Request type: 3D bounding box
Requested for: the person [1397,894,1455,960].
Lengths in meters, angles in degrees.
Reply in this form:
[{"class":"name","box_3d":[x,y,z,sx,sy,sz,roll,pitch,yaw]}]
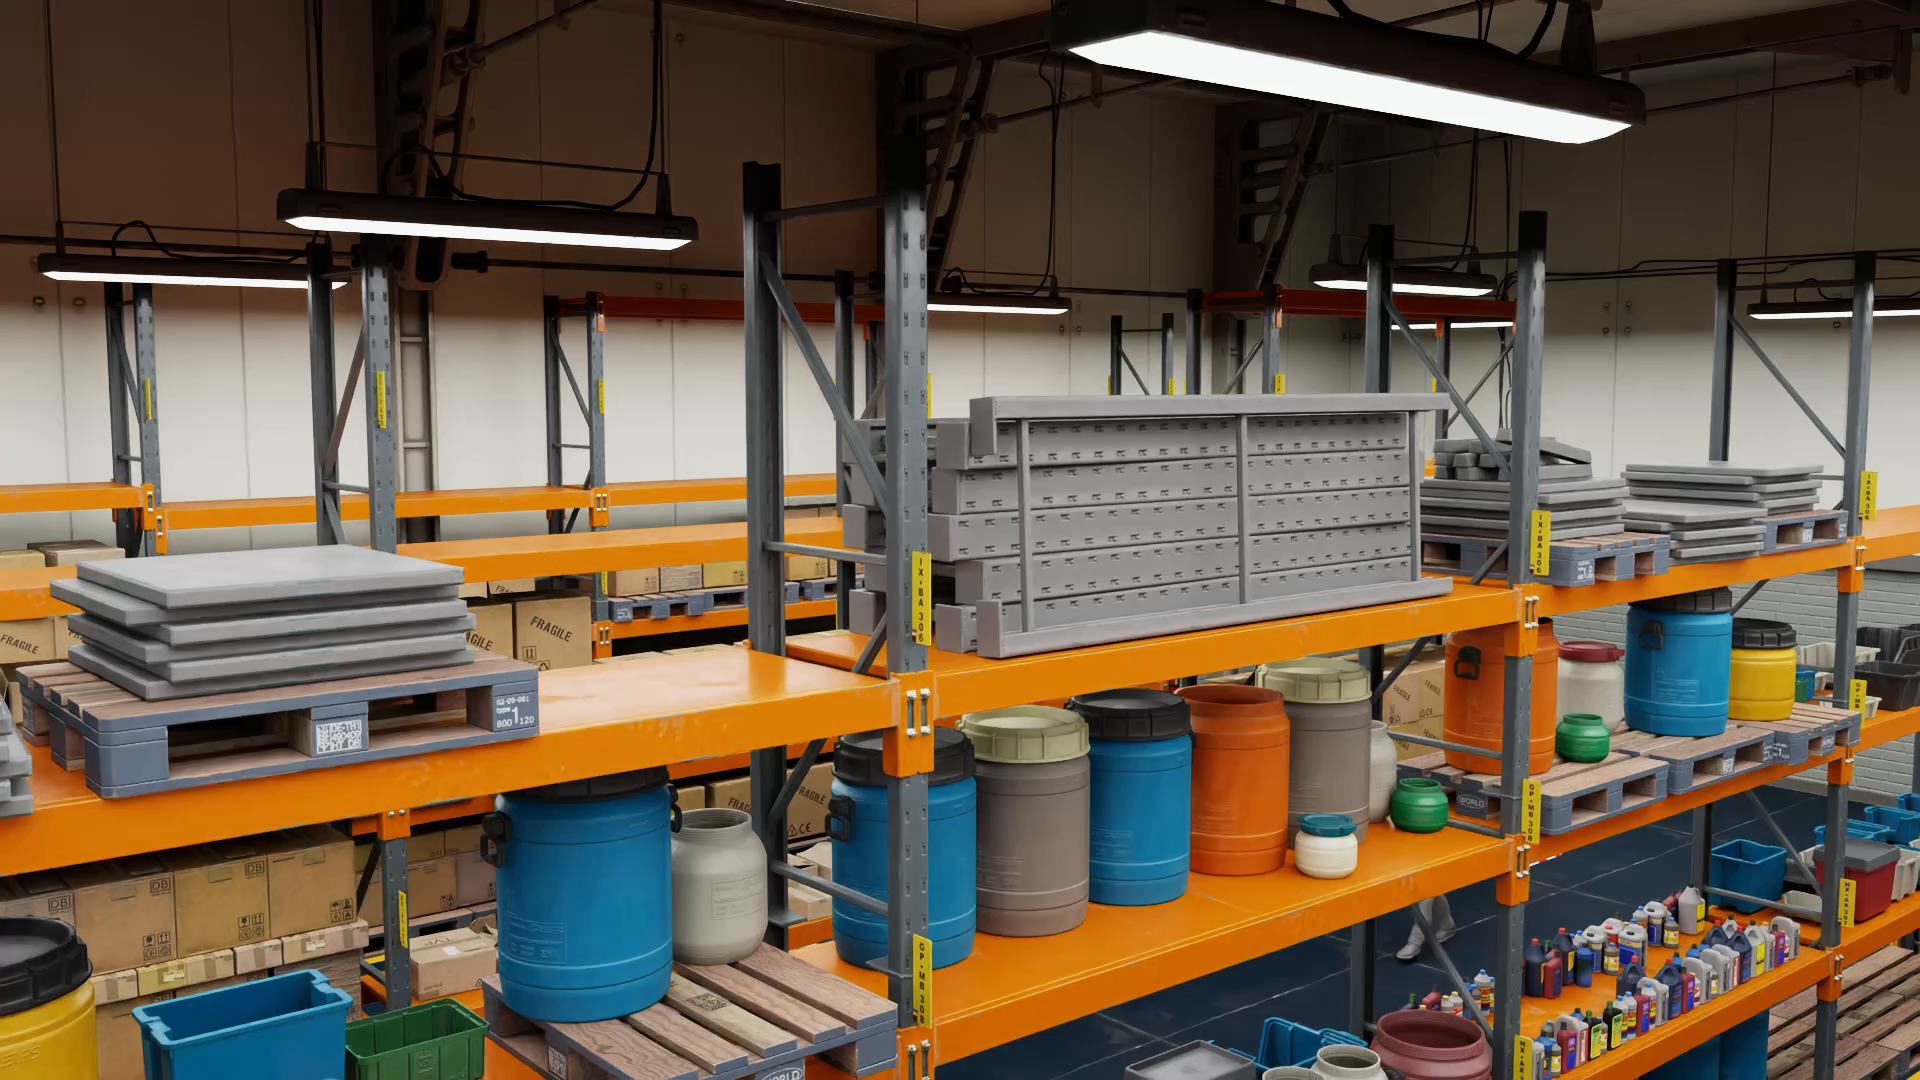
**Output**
[{"class":"person","box_3d":[4.190,2.875,15.015,0.918,1.618,0.483,-3,6,-29]}]
